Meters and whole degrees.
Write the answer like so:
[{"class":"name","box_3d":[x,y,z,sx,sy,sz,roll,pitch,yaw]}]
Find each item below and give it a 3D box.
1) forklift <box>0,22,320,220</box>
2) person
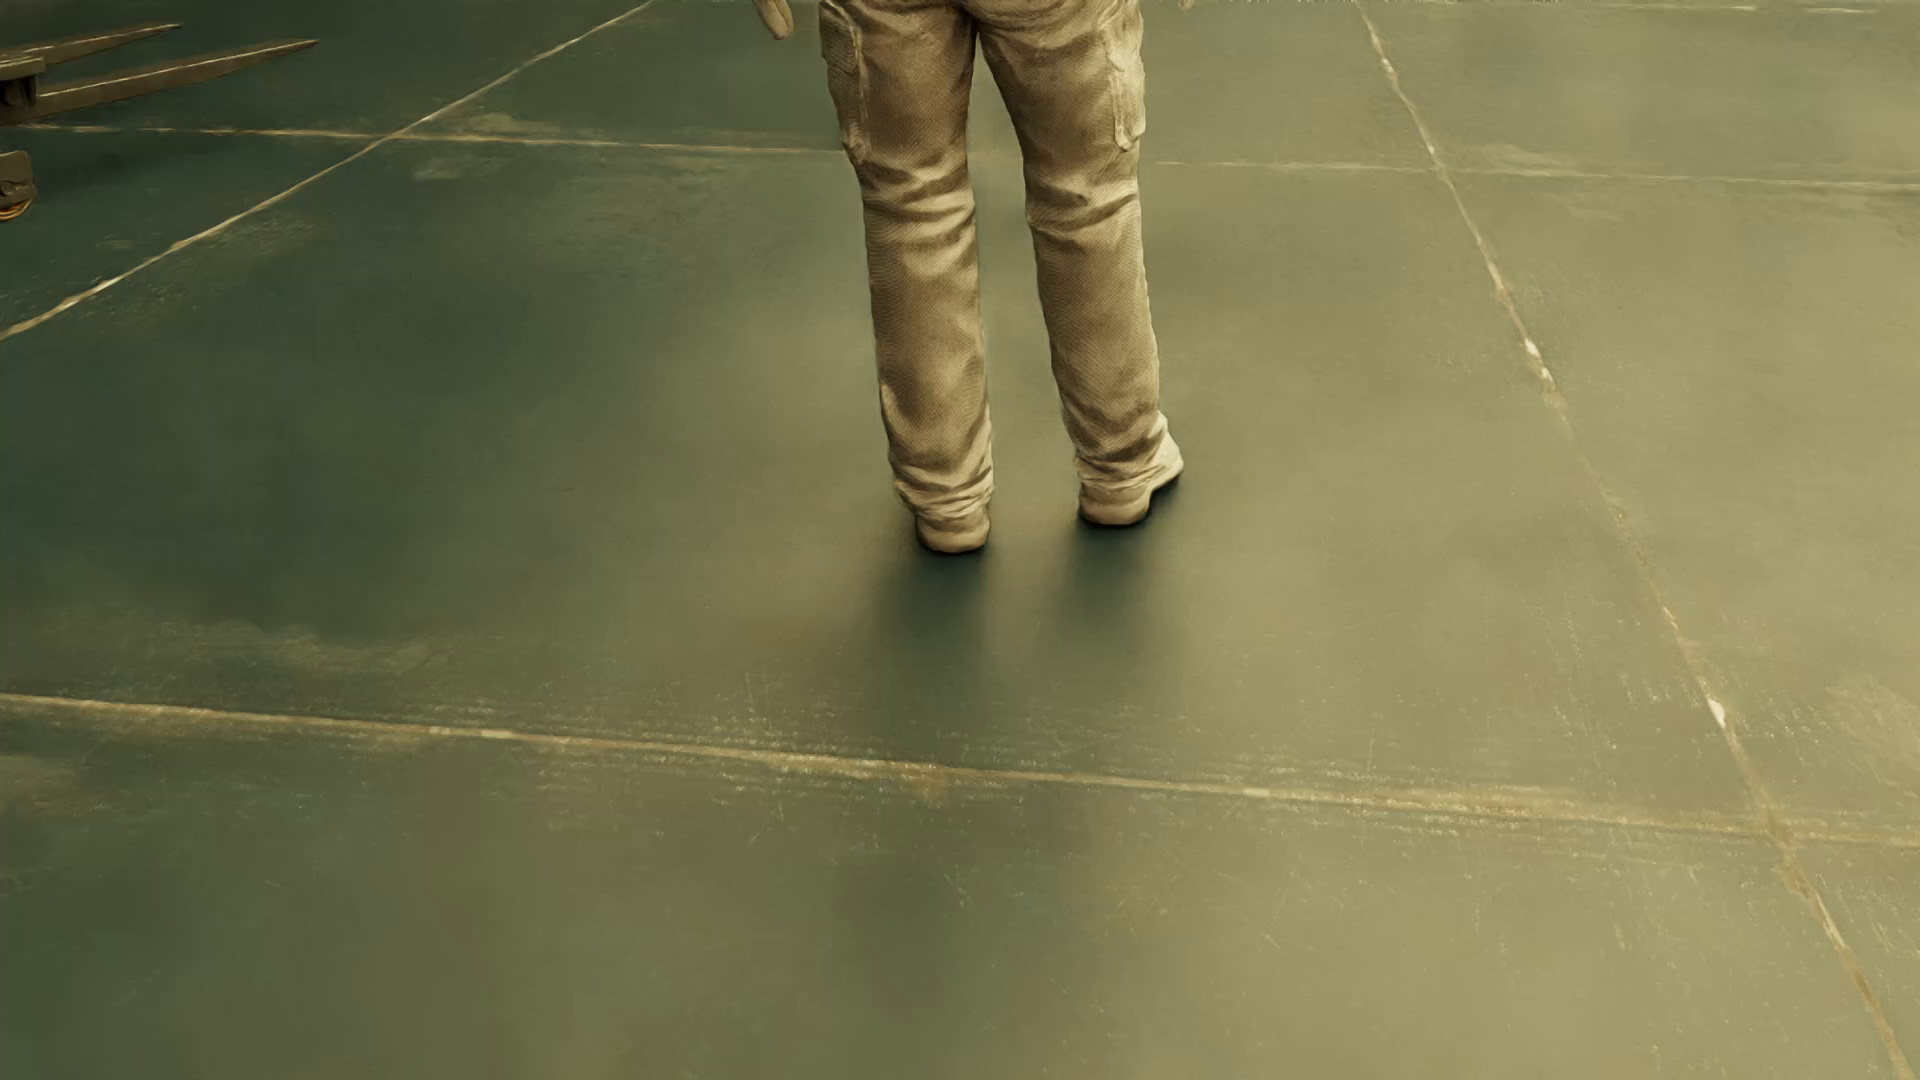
[{"class":"forklift","box_3d":[-2.933,-2.098,3.423,1.130,2.935,3.031,13,29,24]},{"class":"person","box_3d":[0.017,-0.835,2.162,0.655,1.782,0.576,3,27,7]}]
